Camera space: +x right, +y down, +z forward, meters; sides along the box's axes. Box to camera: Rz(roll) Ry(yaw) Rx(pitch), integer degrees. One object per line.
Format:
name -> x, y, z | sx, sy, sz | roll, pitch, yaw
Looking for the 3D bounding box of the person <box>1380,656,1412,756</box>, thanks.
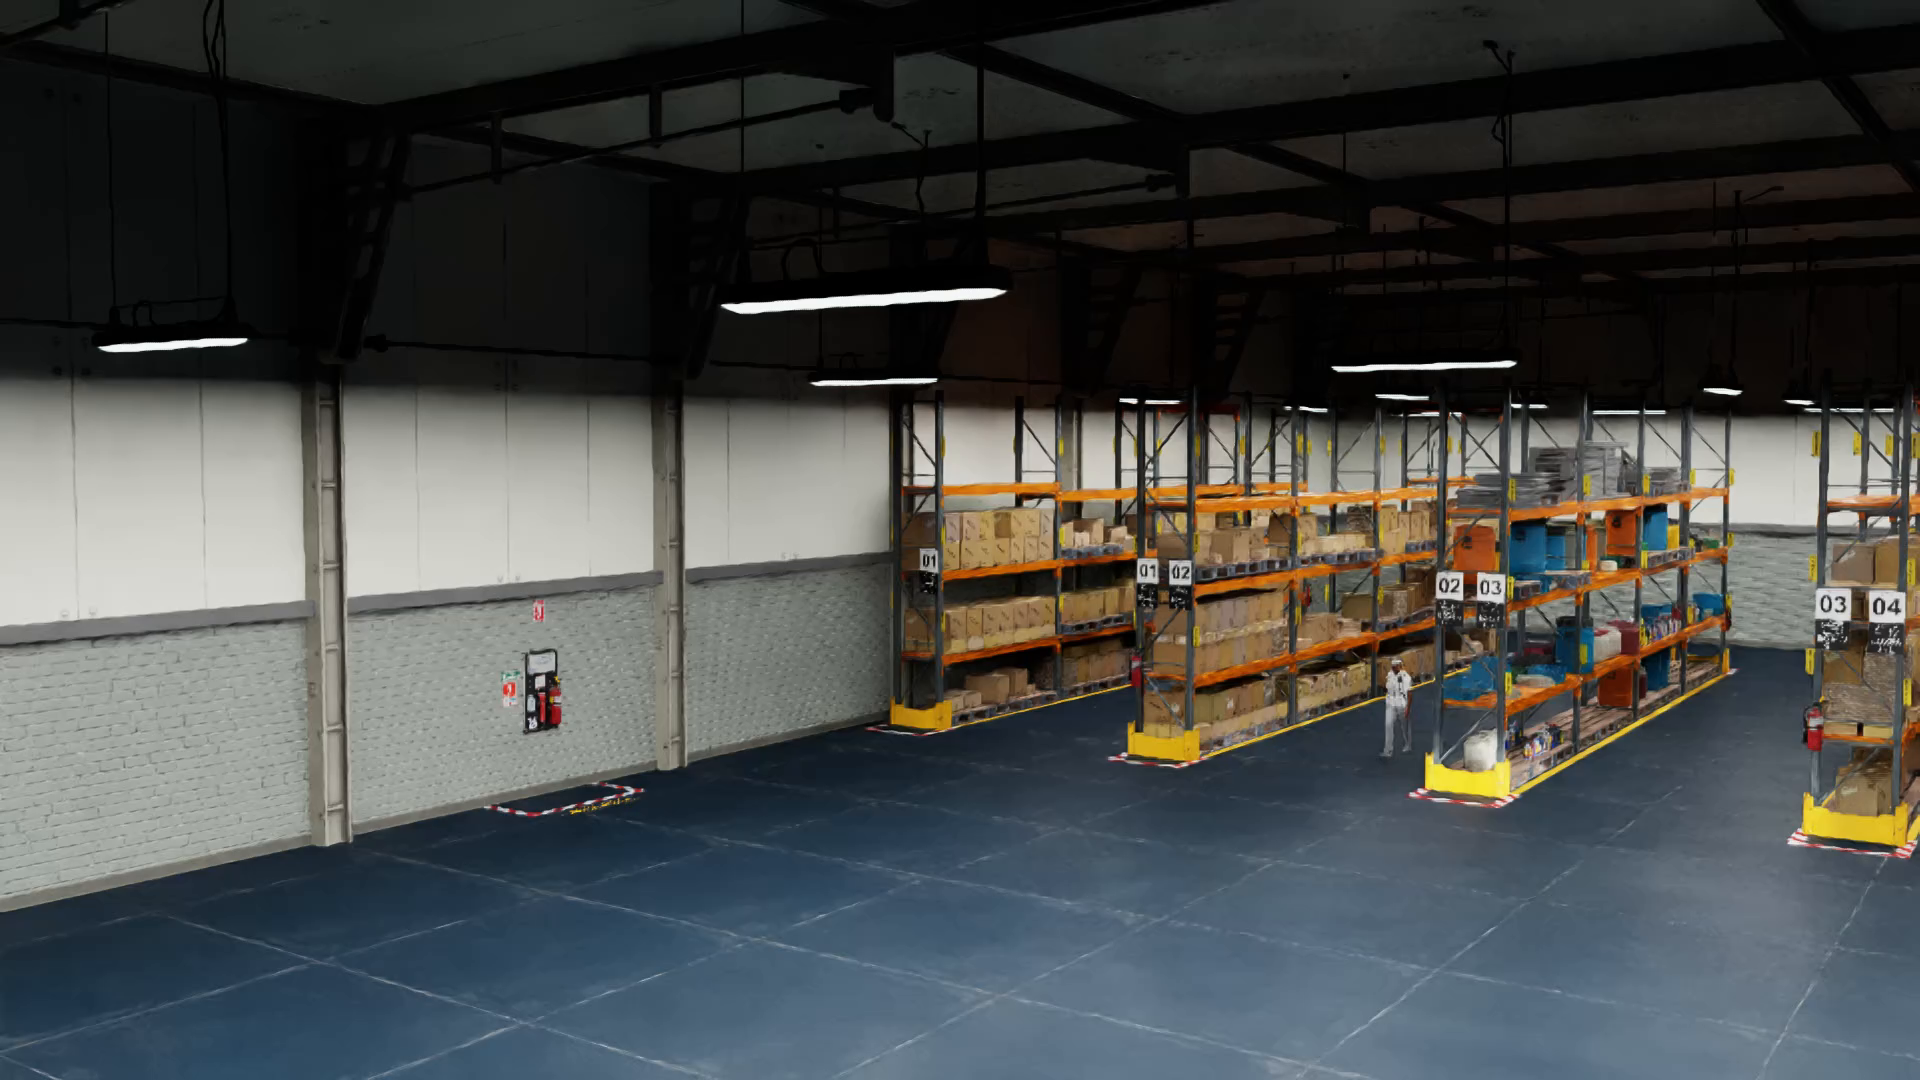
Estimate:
person -> 7.101, 2.668, 26.894 | 0.461, 1.626, 0.999 | 2, 4, 34
